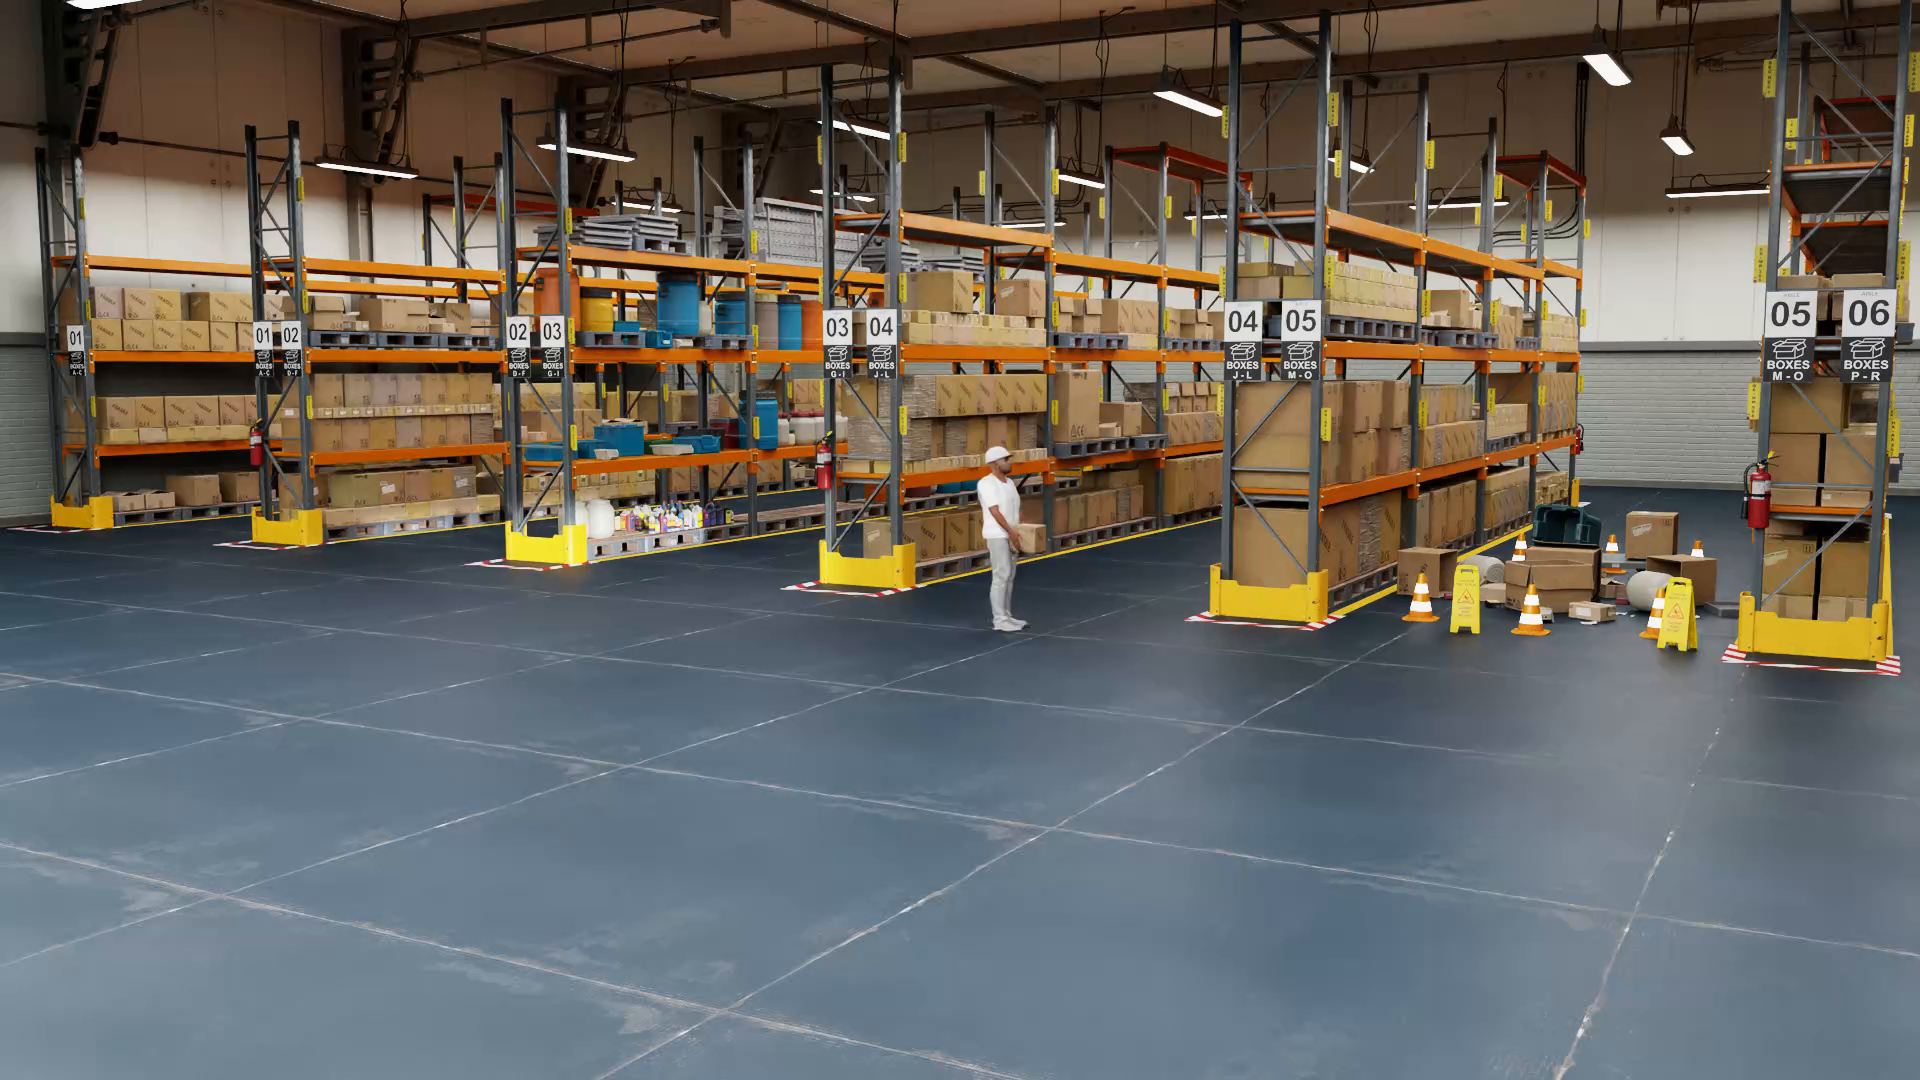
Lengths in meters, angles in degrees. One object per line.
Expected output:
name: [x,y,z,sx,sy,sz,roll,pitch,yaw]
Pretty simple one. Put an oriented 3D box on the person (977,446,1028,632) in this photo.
person: [0.471,-0.021,16.184,0.529,1.772,0.564,3,7,29]
